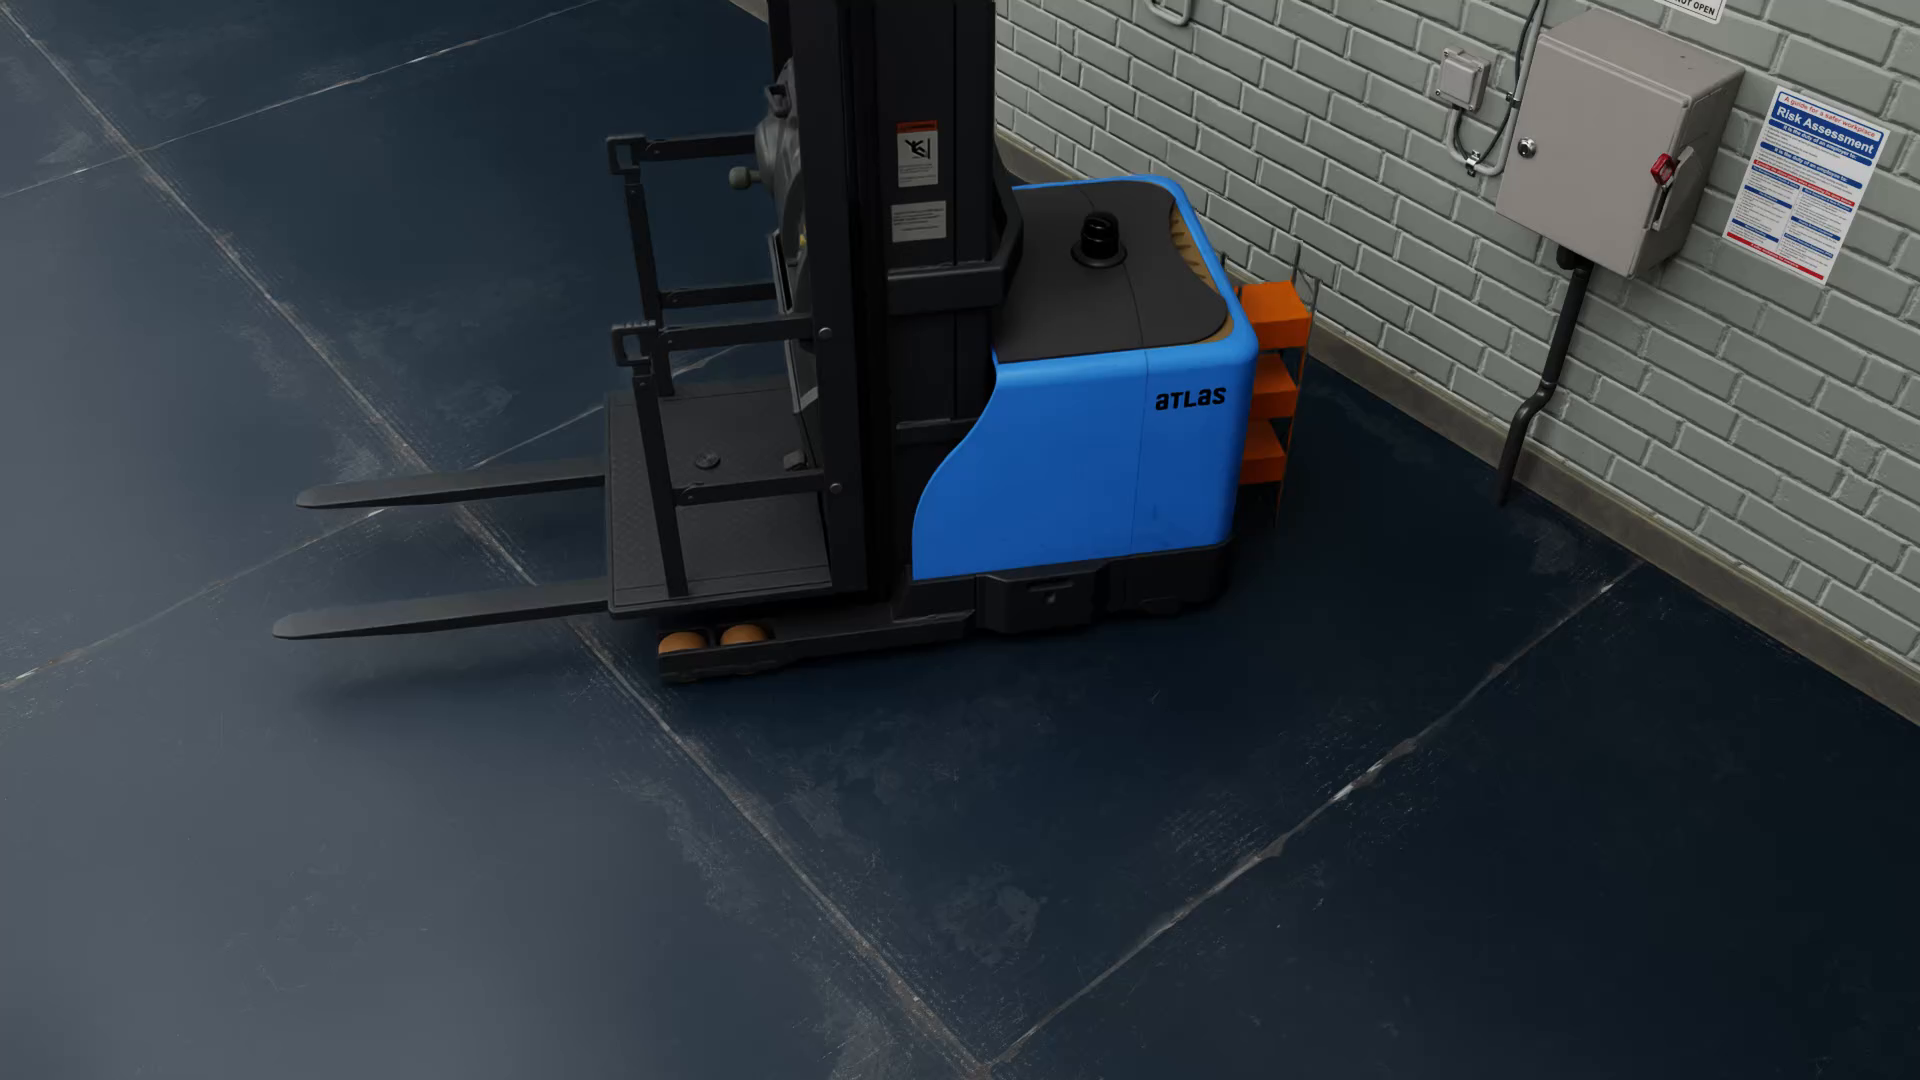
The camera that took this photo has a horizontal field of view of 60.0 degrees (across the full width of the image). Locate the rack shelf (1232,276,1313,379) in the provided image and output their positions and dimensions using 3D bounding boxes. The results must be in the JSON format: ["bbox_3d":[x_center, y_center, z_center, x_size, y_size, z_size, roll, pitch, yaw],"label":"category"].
[{"bbox_3d":[0.956,-0.665,5.292,0.240,0.259,0.215,-7,44,-7],"label":"rack shelf"}]

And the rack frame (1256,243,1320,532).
[{"bbox_3d":[1.076,-0.479,5.493,0.008,1.050,0.200,-7,44,-7],"label":"rack frame"}]

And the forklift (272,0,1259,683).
[{"bbox_3d":[-0.677,-1.009,4.684,3.031,2.935,1.130,-7,44,-7],"label":"forklift"}]

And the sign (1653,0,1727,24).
[{"bbox_3d":[2.020,-1.620,4.681,0.001,0.242,0.339,-30,51,-28],"label":"sign"}]

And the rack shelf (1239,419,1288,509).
[{"bbox_3d":[0.956,-0.255,5.676,0.240,0.259,0.215,-7,44,-7],"label":"rack shelf"}]

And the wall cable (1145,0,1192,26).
[{"bbox_3d":[0.661,-2.748,5.720,0.123,1.953,0.585,-30,51,-28],"label":"wall cable"}]

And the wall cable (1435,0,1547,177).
[{"bbox_3d":[1.580,-1.997,4.943,0.122,1.984,0.588,-30,51,-28],"label":"wall cable"}]

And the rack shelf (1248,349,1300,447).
[{"bbox_3d":[0.956,-0.458,5.486,0.240,0.259,0.215,-7,44,-7],"label":"rack shelf"}]

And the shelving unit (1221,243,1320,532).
[{"bbox_3d":[0.956,-0.465,5.479,0.252,1.050,0.215,-7,44,-7],"label":"shelving unit"}]

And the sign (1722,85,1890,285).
[{"bbox_3d":[2.373,-0.996,4.689,0.001,0.494,0.329,-30,51,-28],"label":"sign"}]

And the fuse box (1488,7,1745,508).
[{"bbox_3d":[1.897,-0.729,5.277,0.414,1.711,0.539,-30,51,-28],"label":"fuse box"}]

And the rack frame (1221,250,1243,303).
[{"bbox_3d":[0.836,-0.452,5.464,0.008,1.050,0.200,-7,44,-7],"label":"rack frame"}]
